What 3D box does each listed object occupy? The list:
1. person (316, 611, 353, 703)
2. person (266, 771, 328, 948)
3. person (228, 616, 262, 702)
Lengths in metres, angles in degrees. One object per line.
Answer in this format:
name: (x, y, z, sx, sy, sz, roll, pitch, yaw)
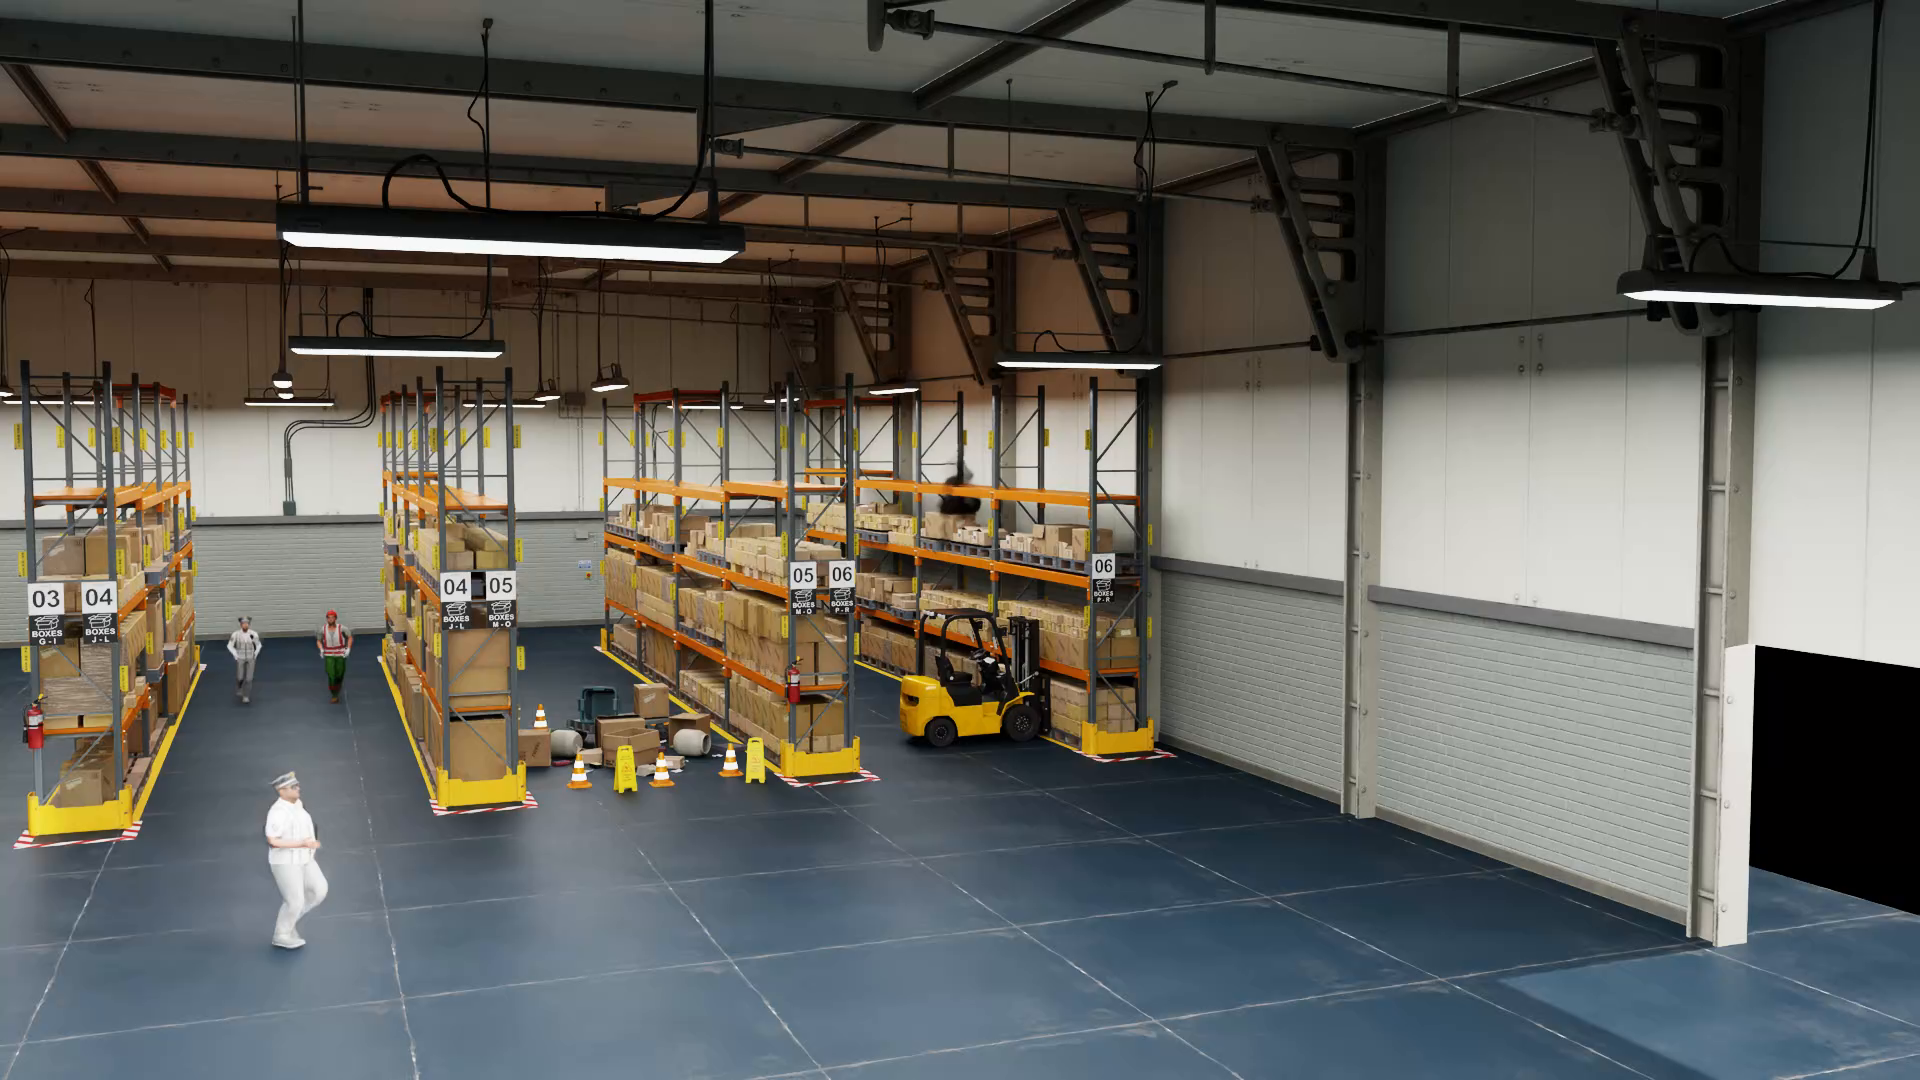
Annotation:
person: (-11.966, 2.218, 31.826, 0.657, 1.761, 0.674, -1, 4, -15)
person: (-6.503, 3.141, 16.367, 0.602, 1.738, 0.650, 0, 3, 7)
person: (-13.625, 2.267, 31.708, 0.599, 1.652, 0.540, -2, 4, -28)
